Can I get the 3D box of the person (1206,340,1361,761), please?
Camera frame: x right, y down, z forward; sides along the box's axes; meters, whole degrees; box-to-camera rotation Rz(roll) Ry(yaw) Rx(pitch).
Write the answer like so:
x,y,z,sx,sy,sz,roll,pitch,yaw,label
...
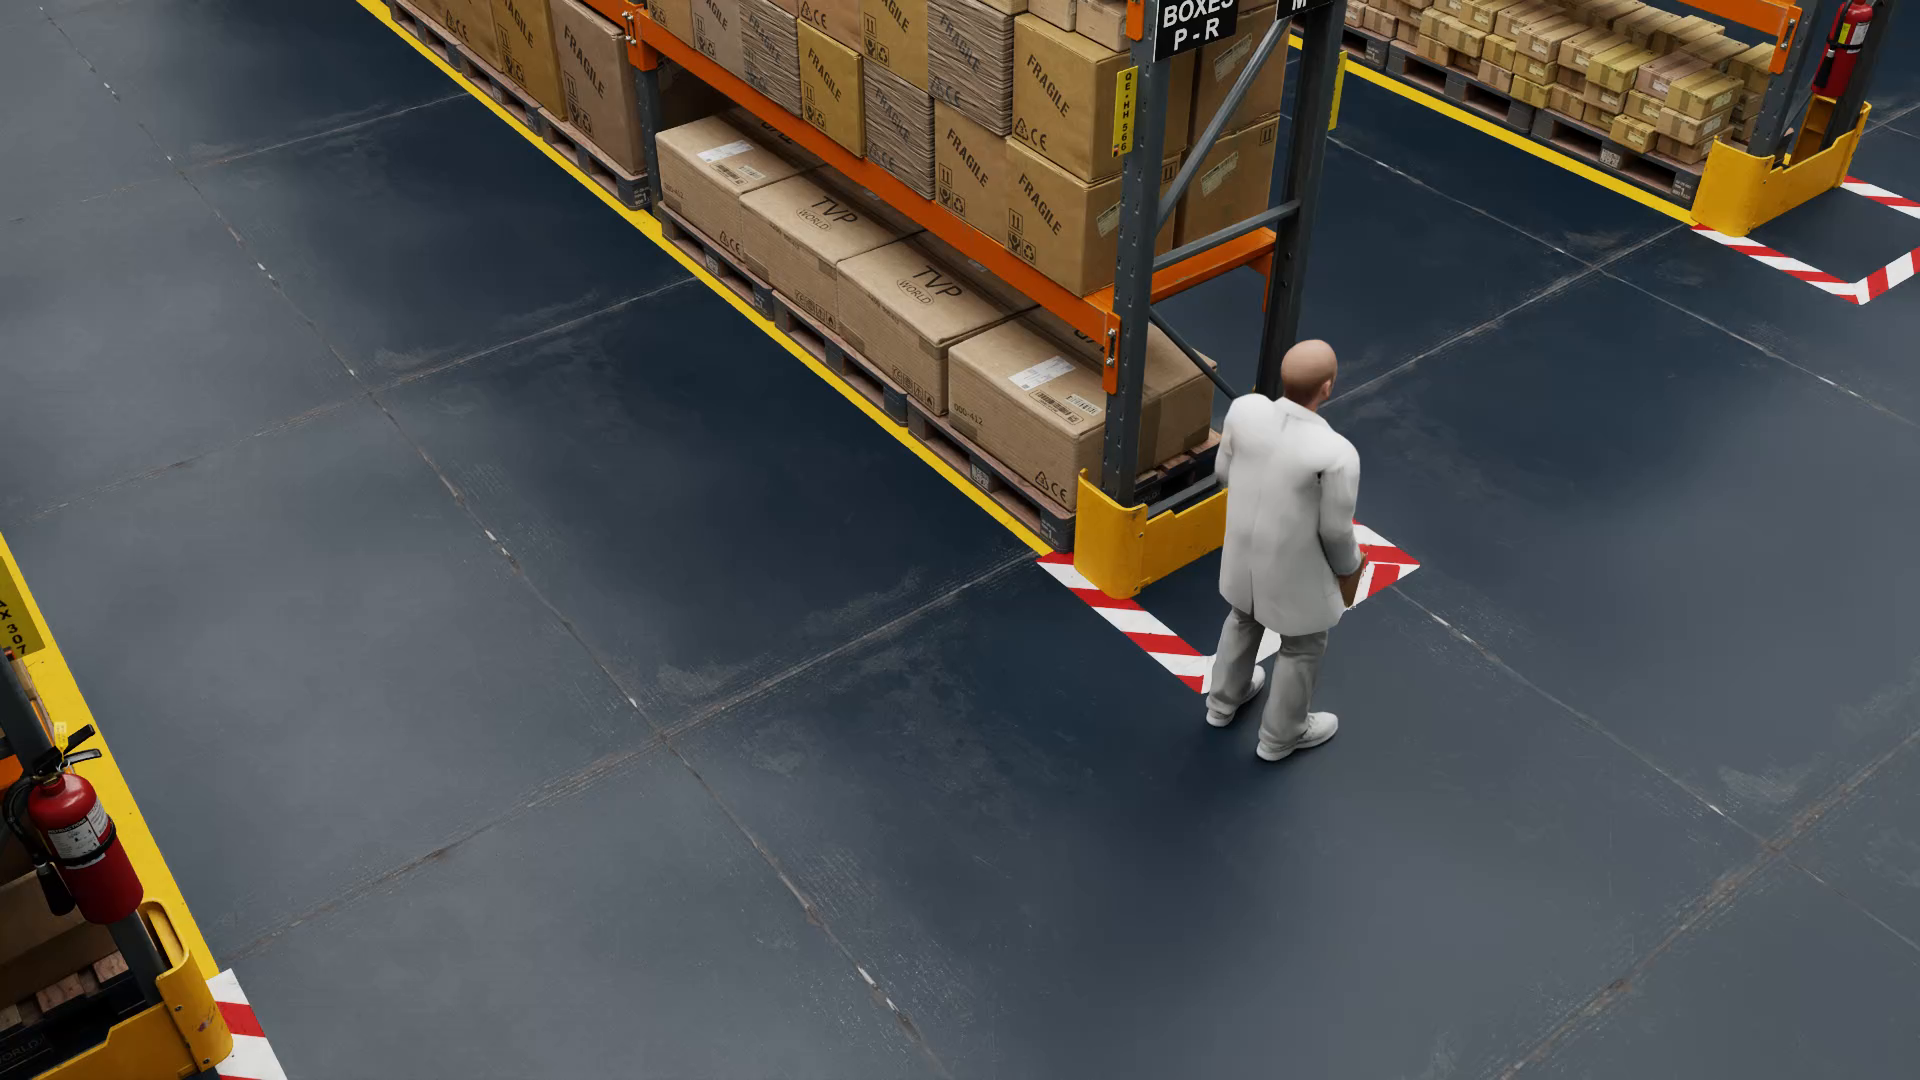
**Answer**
x,y,z,sx,sy,sz,roll,pitch,yaw,label
1.186,0.039,6.118,0.424,1.779,0.587,-30,48,-31,person
